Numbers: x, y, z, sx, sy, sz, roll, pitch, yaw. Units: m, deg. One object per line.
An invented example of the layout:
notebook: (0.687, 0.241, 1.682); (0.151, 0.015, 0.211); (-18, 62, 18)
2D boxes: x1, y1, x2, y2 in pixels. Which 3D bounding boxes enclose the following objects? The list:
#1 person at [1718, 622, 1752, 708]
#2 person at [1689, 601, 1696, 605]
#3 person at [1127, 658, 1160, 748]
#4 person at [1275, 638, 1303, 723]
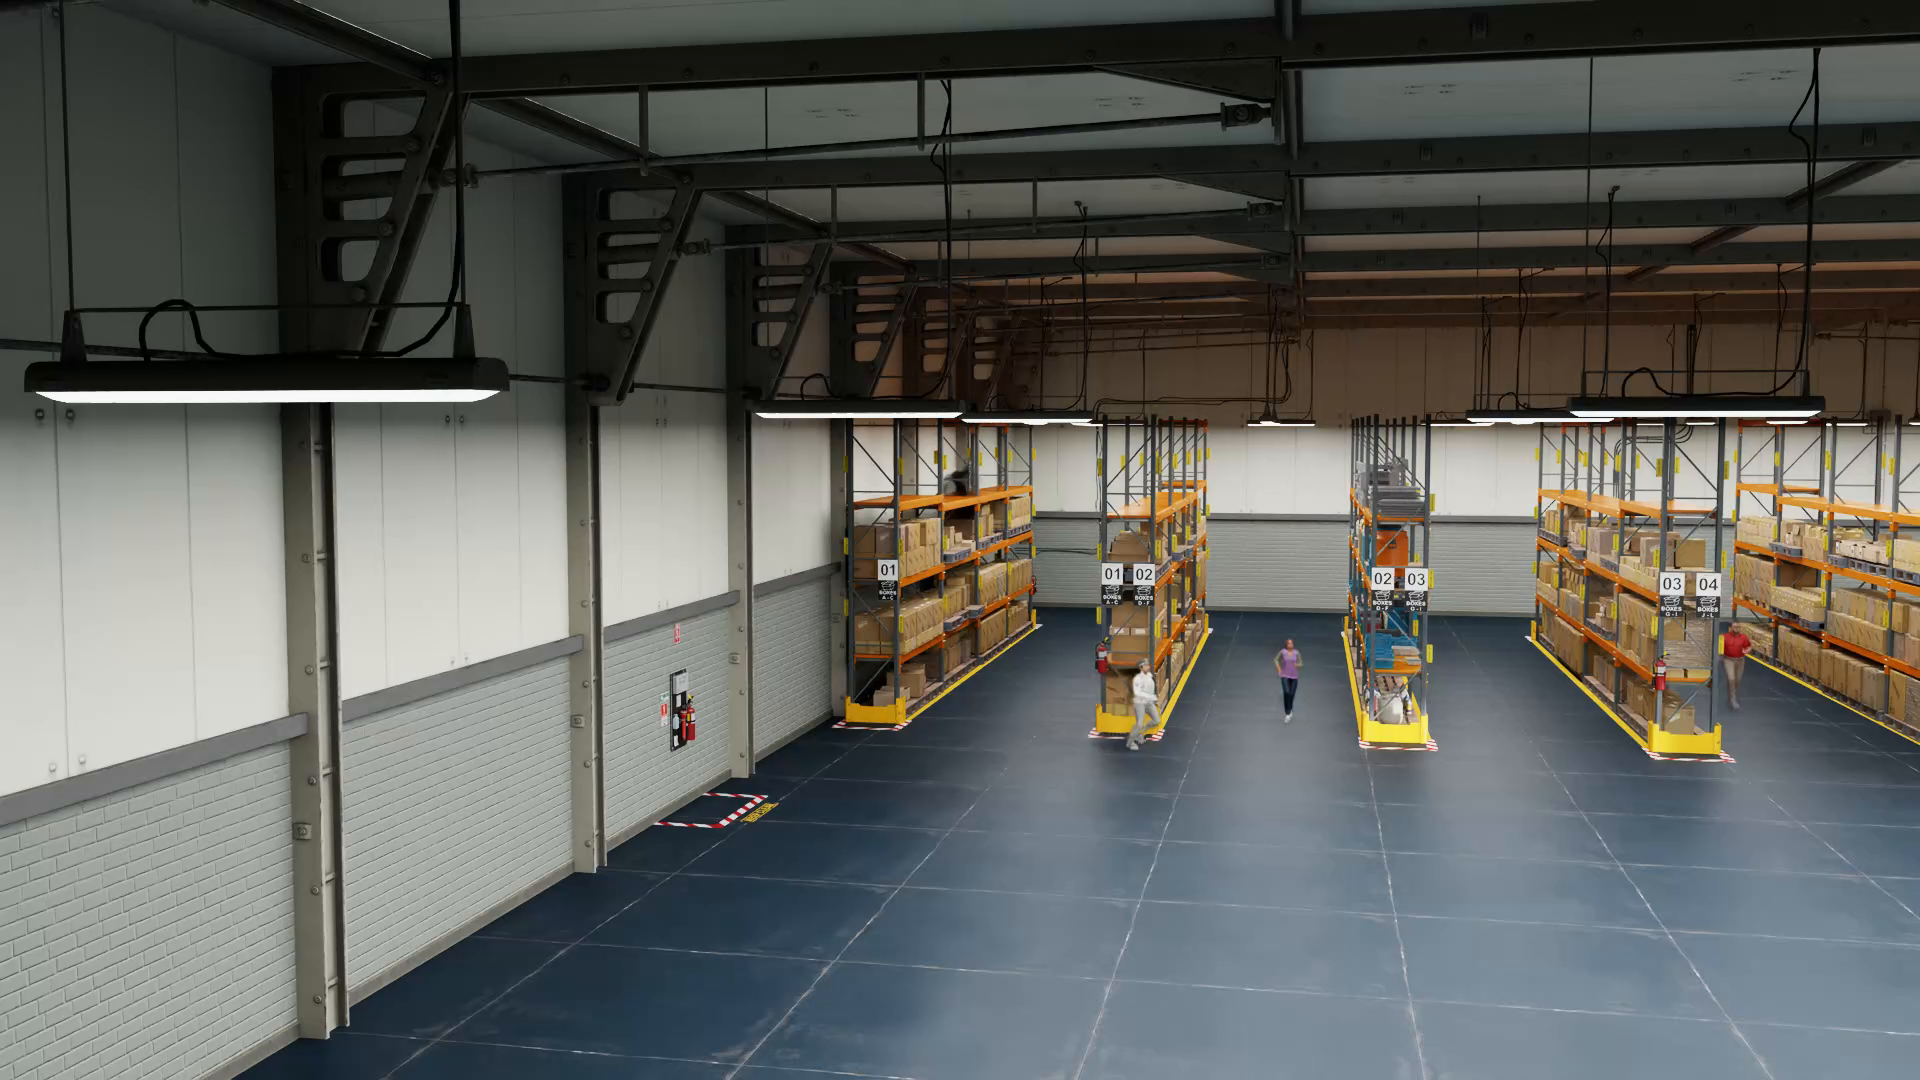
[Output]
person: (15.986, 2.551, 34.341); (0.666, 1.729, 0.926); (0, 4, 6)
person: (19.112, 1.921, 43.715); (0.660, 1.805, 0.866); (1, 4, 19)
person: (3.317, 2.919, 29.692); (0.643, 1.641, 0.715); (-3, 5, -40)
person: (6.478, 2.739, 32.725); (0.522, 1.636, 0.690); (0, 4, 1)
